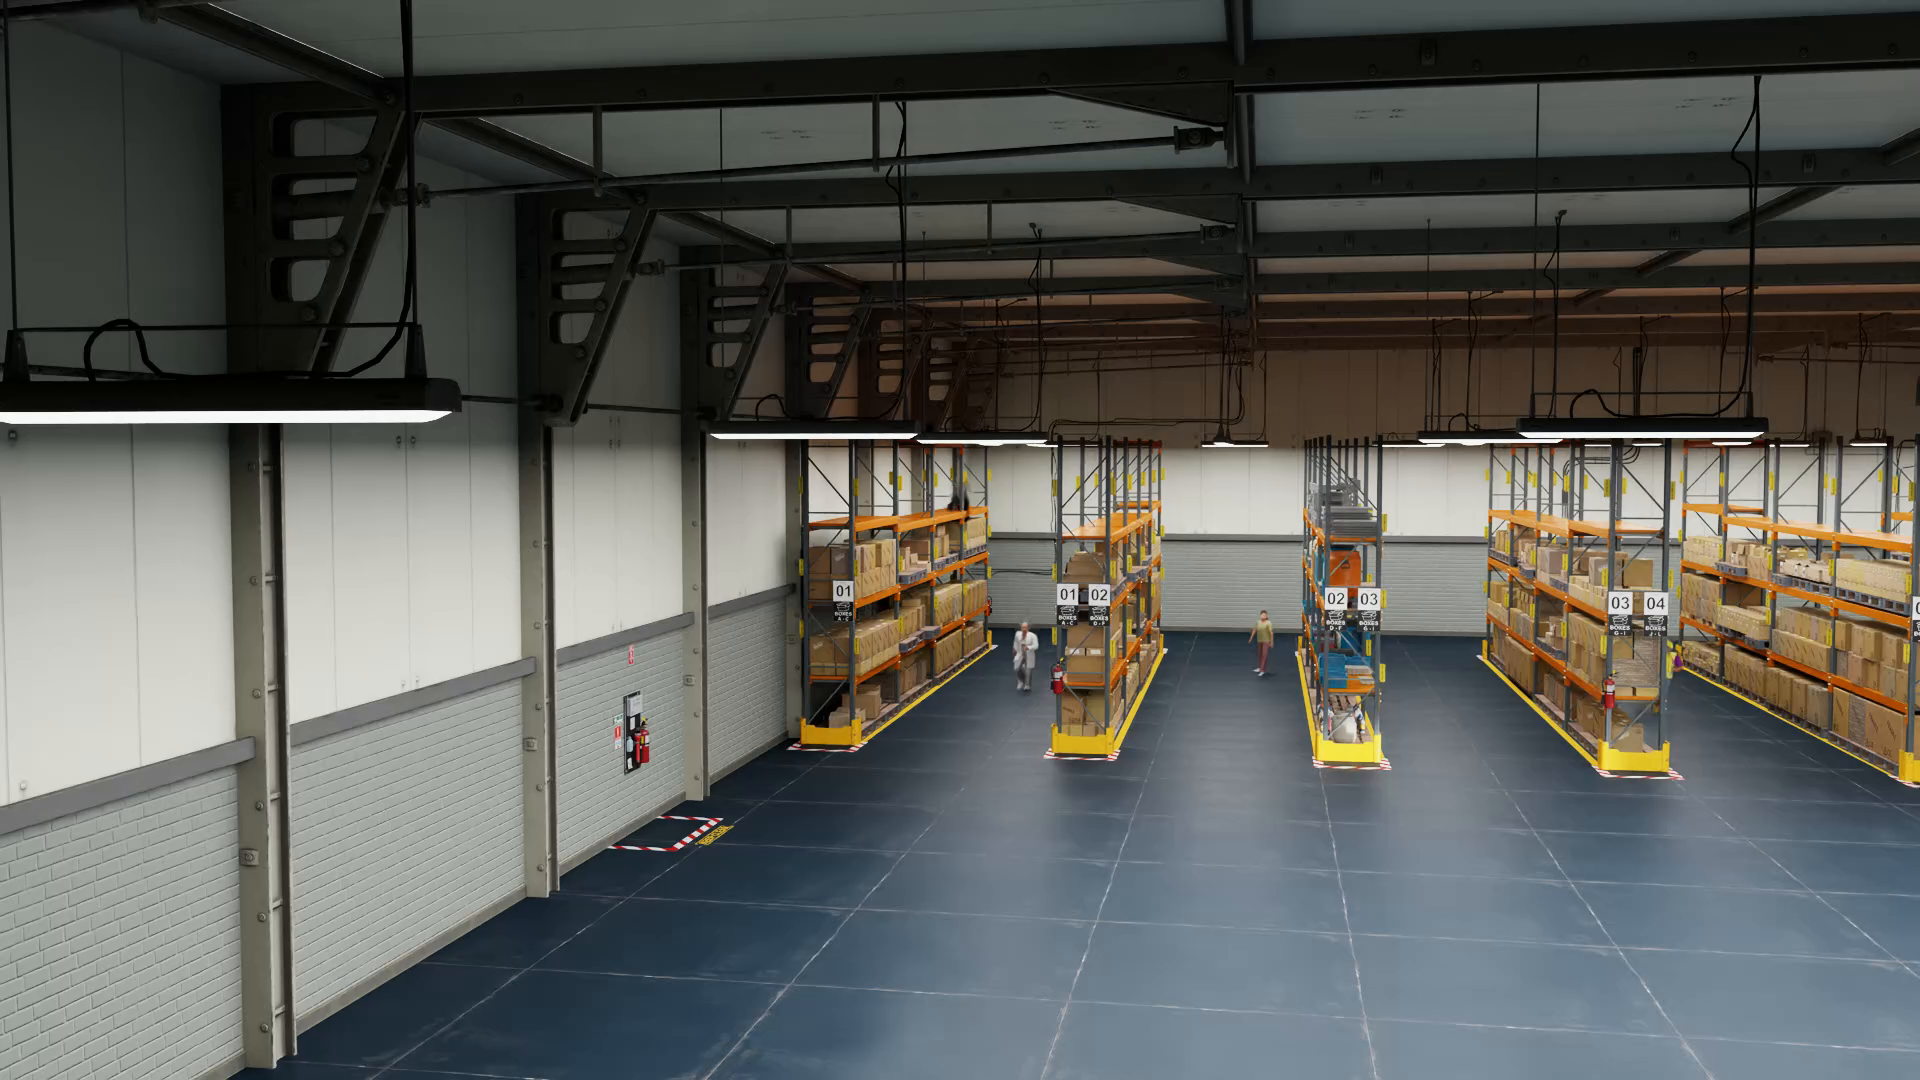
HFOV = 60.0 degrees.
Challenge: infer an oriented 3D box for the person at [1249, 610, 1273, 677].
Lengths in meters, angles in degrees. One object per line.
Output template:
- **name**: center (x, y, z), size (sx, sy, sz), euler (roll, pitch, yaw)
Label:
- **person**: center (7.691, 2.608, 42.419), size (0.610, 1.662, 0.762), euler (3, 4, 43)

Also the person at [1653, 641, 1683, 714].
- **person**: center (15.128, 2.954, 35.786), size (0.710, 1.623, 0.971), euler (0, 3, 5)

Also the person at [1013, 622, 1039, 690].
- **person**: center (1.541, 2.754, 39.348), size (0.716, 1.648, 1.023), euler (1, 3, 16)
